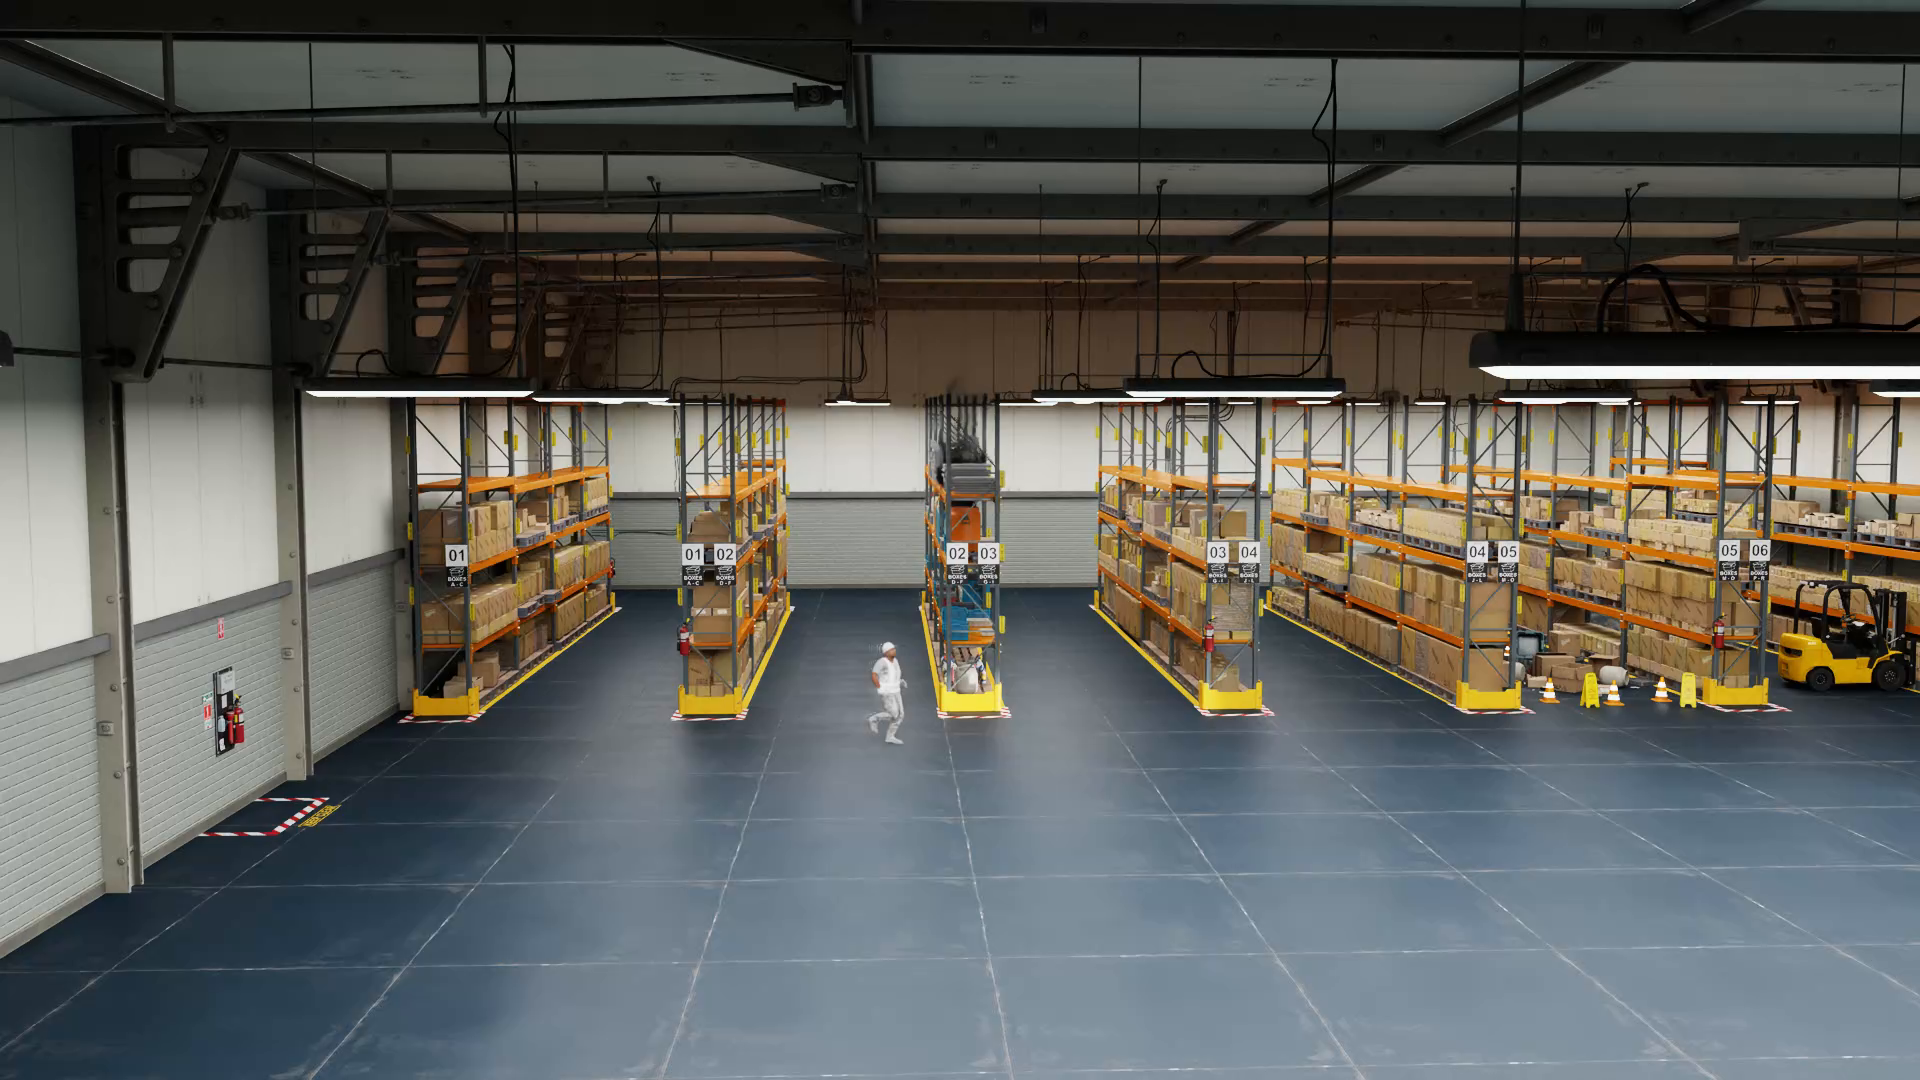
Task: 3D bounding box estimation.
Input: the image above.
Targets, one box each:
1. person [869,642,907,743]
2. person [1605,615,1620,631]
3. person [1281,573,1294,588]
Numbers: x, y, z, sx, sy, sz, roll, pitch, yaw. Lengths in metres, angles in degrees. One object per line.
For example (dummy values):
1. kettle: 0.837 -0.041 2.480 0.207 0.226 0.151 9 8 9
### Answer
1. person: -1.246 2.615 28.485 0.596 1.739 0.712 2 5 29
2. person: 16.612 1.520 42.346 0.618 1.672 0.908 -1 5 -14
3. person: 9.652 0.966 48.949 0.941 1.769 0.661 -2 5 -19
